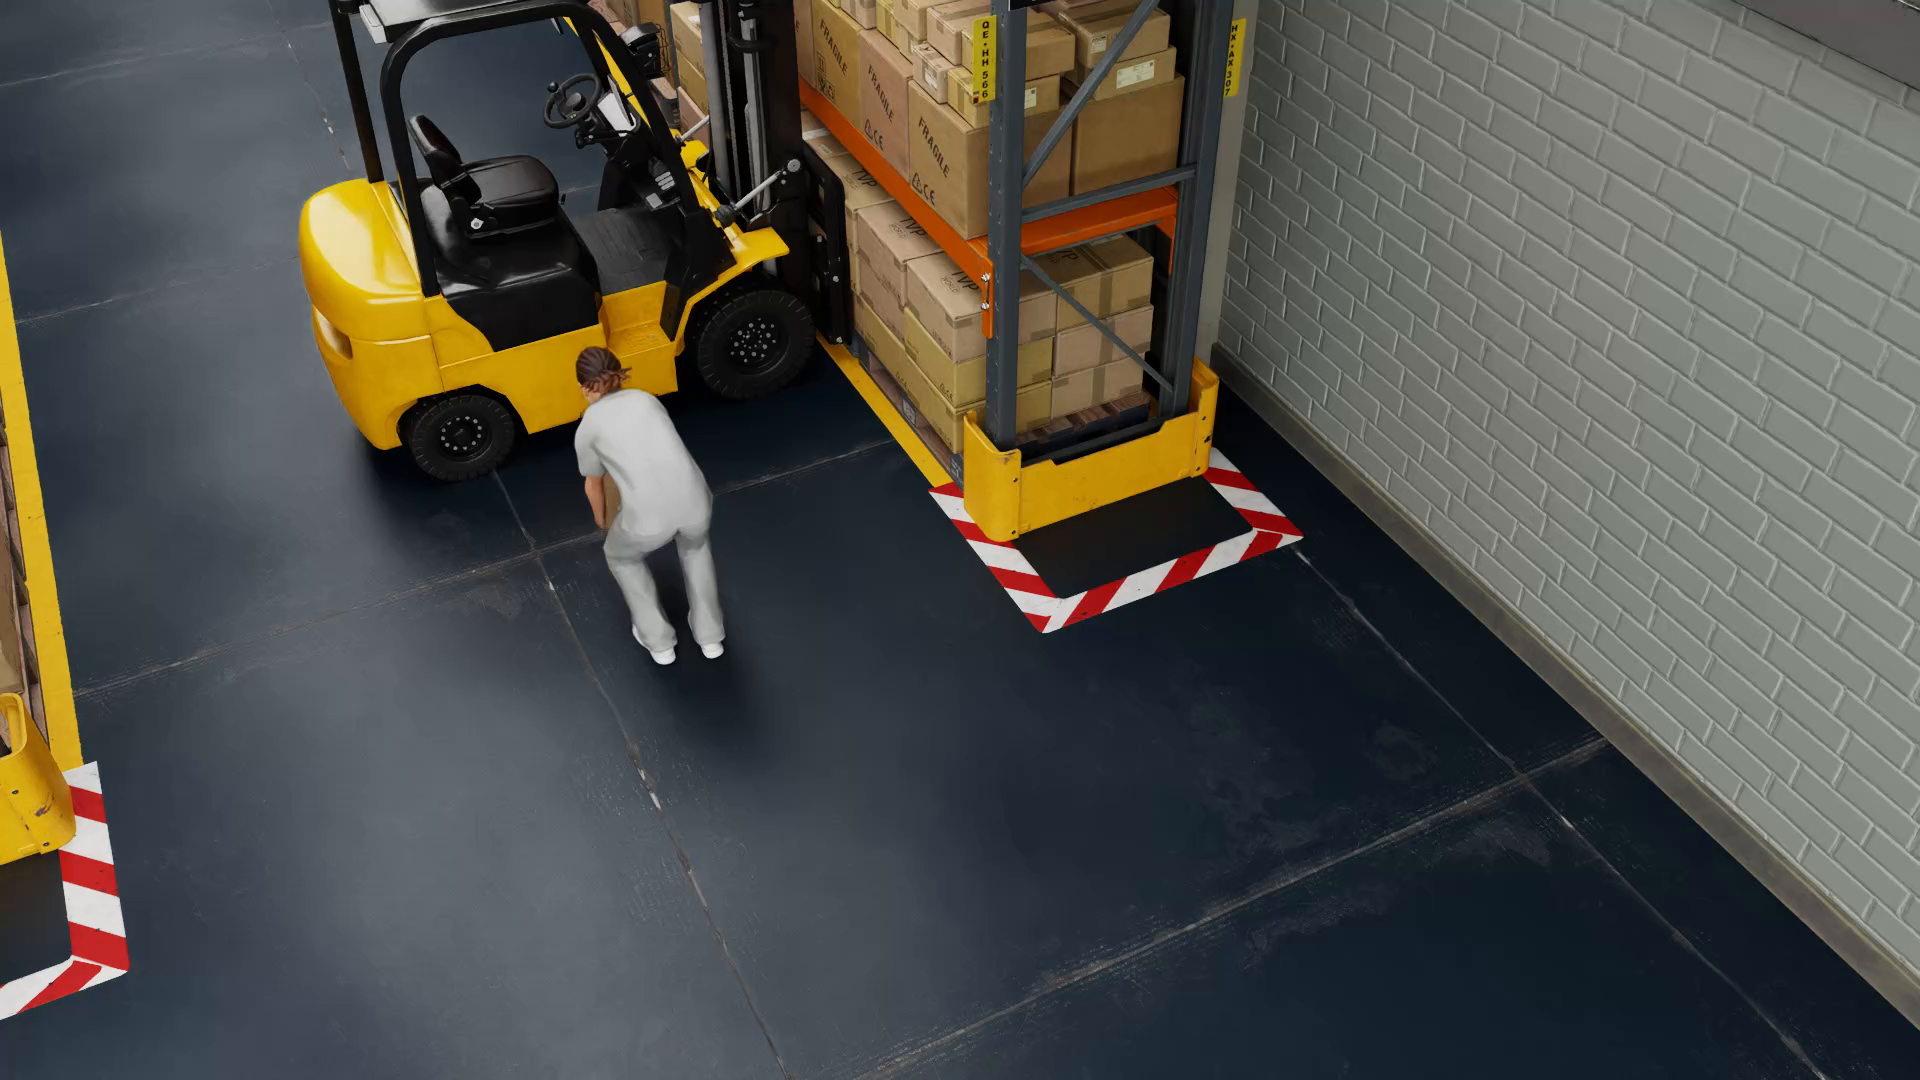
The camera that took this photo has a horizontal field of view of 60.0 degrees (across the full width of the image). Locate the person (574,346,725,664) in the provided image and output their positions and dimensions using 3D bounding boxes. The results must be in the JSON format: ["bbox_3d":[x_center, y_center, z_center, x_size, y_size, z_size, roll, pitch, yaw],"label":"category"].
[{"bbox_3d":[-1.255,-0.117,6.663,0.429,1.188,0.844,-21,45,-22],"label":"person"}]
